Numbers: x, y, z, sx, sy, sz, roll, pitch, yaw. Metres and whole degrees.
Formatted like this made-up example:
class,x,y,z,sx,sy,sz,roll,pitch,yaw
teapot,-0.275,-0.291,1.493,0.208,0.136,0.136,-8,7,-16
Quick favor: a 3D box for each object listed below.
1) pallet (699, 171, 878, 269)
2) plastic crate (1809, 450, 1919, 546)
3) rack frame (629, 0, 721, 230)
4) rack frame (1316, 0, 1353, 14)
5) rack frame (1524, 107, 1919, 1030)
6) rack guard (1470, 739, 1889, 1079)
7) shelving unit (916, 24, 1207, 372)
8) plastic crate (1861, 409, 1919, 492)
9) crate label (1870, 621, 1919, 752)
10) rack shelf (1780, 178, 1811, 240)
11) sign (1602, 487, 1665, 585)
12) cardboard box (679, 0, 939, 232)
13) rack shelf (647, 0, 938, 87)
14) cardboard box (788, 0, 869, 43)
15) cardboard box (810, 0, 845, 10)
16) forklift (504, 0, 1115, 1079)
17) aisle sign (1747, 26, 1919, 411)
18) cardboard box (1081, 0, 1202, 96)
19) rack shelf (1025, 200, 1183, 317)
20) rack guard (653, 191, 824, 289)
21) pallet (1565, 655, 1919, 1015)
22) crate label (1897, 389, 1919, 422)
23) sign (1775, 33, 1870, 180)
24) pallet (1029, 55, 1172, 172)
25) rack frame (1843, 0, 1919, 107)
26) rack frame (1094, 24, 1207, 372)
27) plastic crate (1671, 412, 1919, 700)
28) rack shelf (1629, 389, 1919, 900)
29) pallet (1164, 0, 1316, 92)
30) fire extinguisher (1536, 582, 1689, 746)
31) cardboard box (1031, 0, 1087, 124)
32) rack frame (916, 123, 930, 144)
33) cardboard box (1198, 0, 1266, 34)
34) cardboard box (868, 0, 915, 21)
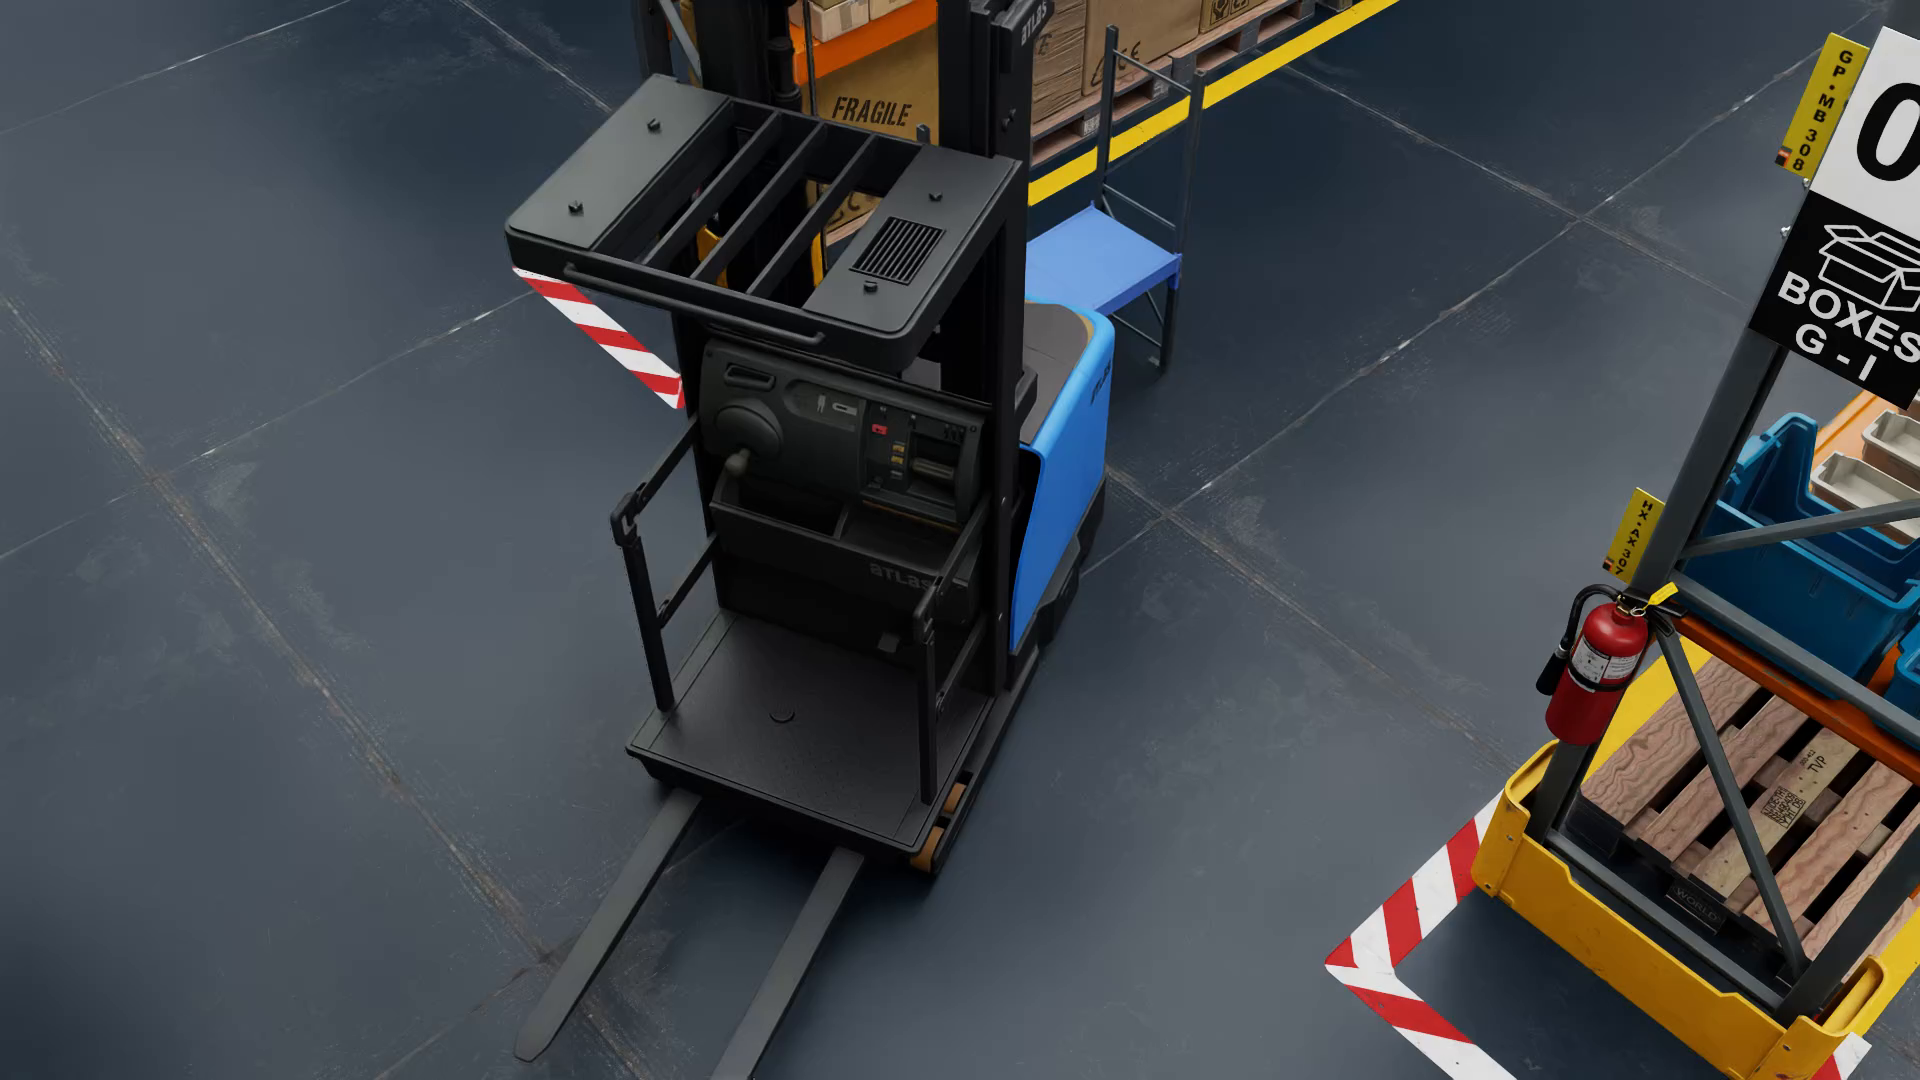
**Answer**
class,x,y,z,sx,sy,sz,roll,pitch,yaw
pallet,-0.543,-1.845,8.309,1.213,0.211,1.003,-34,56,-27
plastic crate,2.731,-0.092,4.932,0.243,0.136,0.396,-34,56,-27
rack frame,-1.082,-2.353,6.880,0.127,3.000,1.000,-34,56,-27
rack frame,1.877,-4.330,8.705,0.127,3.000,1.000,-34,56,-27
rack frame,2.250,0.341,4.395,0.127,3.000,1.000,-34,56,-27
rack guard,2.241,1.207,5.296,0.348,0.500,1.175,-34,56,-27
shelving unit,0.391,-1.145,6.786,1.048,1.500,0.538,-35,56,-28
plastic crate,2.955,-0.227,5.057,0.243,0.136,0.396,-34,56,-27
crate label,2.654,0.434,4.382,0.303,0.233,0.416,-34,56,-27
rack shelf,3.729,-1.421,4.469,4.000,0.370,1.077,-34,56,-27
sign,1.868,-0.006,4.603,0.005,0.325,0.100,-34,56,-27
cardboard box,-0.663,-2.134,7.838,0.875,0.875,0.875,-34,56,-27
rack shelf,0.397,-3.097,8.057,4.000,0.370,1.077,-34,56,-27
cardboard box,-0.598,-2.263,6.968,0.250,0.149,0.380,-33,55,-27
cardboard box,-0.546,-2.493,6.909,0.500,0.250,0.500,-35,56,-28
forklift,-0.456,-0.220,4.959,1.130,2.935,3.031,17,50,15
aisle sign,1.999,-0.665,3.553,0.004,0.787,0.394,-34,56,-27
cardboard box,0.669,-3.024,8.660,0.875,0.875,0.875,-34,56,-27
rack shelf,0.391,-1.023,6.918,1.000,0.185,0.538,-35,56,-28
rack guard,-1.100,-1.493,7.787,0.348,0.500,1.175,-34,56,-27
pallet,2.886,0.900,5.776,1.213,0.211,1.003,-34,56,-27
crate label,3.145,-0.378,5.197,0.243,0.136,0.396,-34,56,-27
sign,1.868,-0.932,3.599,0.005,0.325,0.100,-34,56,-27
pallet,0.359,-2.445,8.862,1.213,0.211,1.003,-34,56,-27
rack frame,2.250,-1.694,2.190,0.127,3.000,1.000,-34,56,-27
rack frame,0.761,-1.400,7.022,0.032,1.500,0.500,-35,56,-28
plastic crate,2.372,0.041,4.606,0.499,0.435,0.616,-34,56,-27
rack shelf,3.729,-0.404,5.571,4.000,0.370,1.077,-34,56,-27
pallet,1.262,-3.051,9.422,1.213,0.211,1.003,-34,56,-27
fire extinguisher,1.832,0.321,4.719,0.183,0.674,0.296,-34,56,-27
cardboard box,0.011,-2.584,8.254,0.875,0.875,0.875,-34,56,-27
rack frame,0.020,-0.889,6.549,0.032,1.500,0.500,-35,56,-28
cardboard box,1.335,-3.469,9.070,0.875,0.875,0.875,-34,56,-27
cardboard box,-0.409,-2.391,7.086,0.250,0.149,0.380,-35,56,-28
